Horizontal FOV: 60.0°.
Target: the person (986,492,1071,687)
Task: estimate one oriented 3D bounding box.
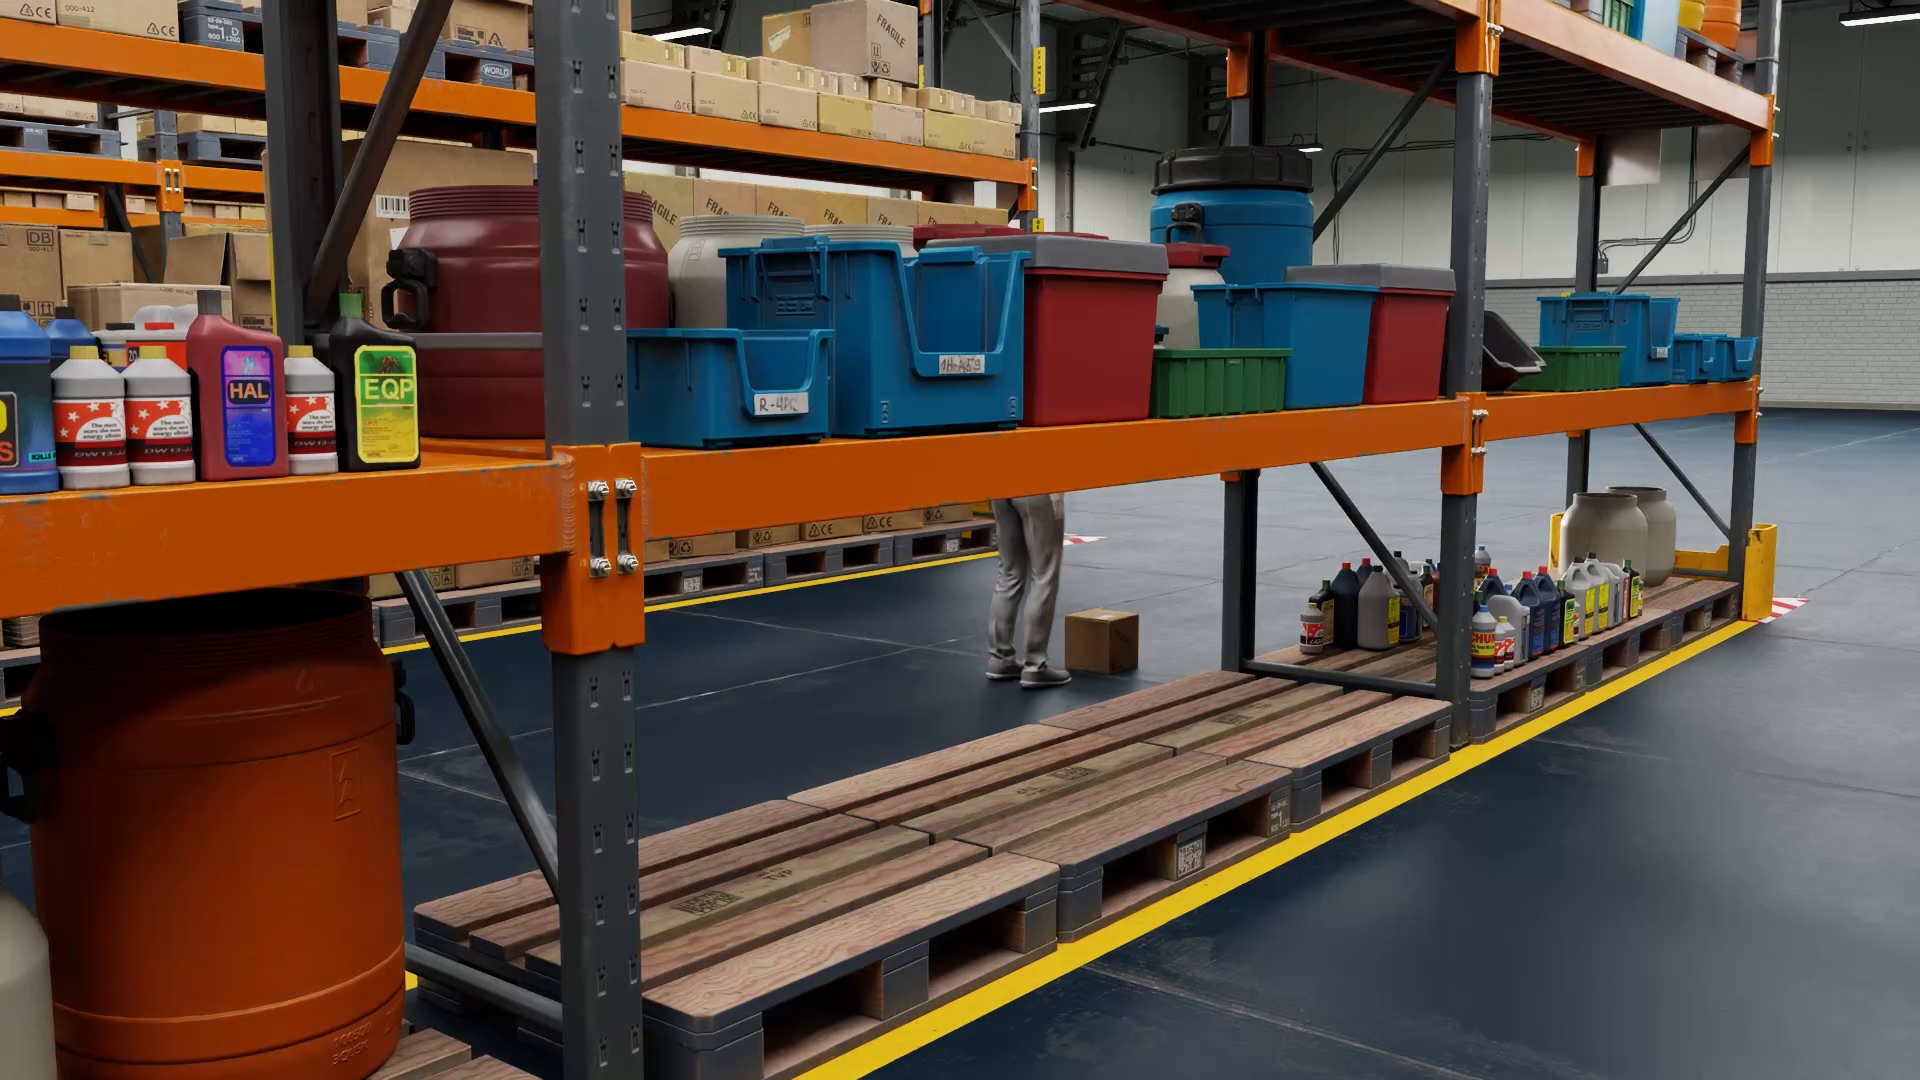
[{"bbox_3d":[0.293,-0.195,7.365,0.313,1.670,0.467,-6,9,-41],"label":"person"}]
